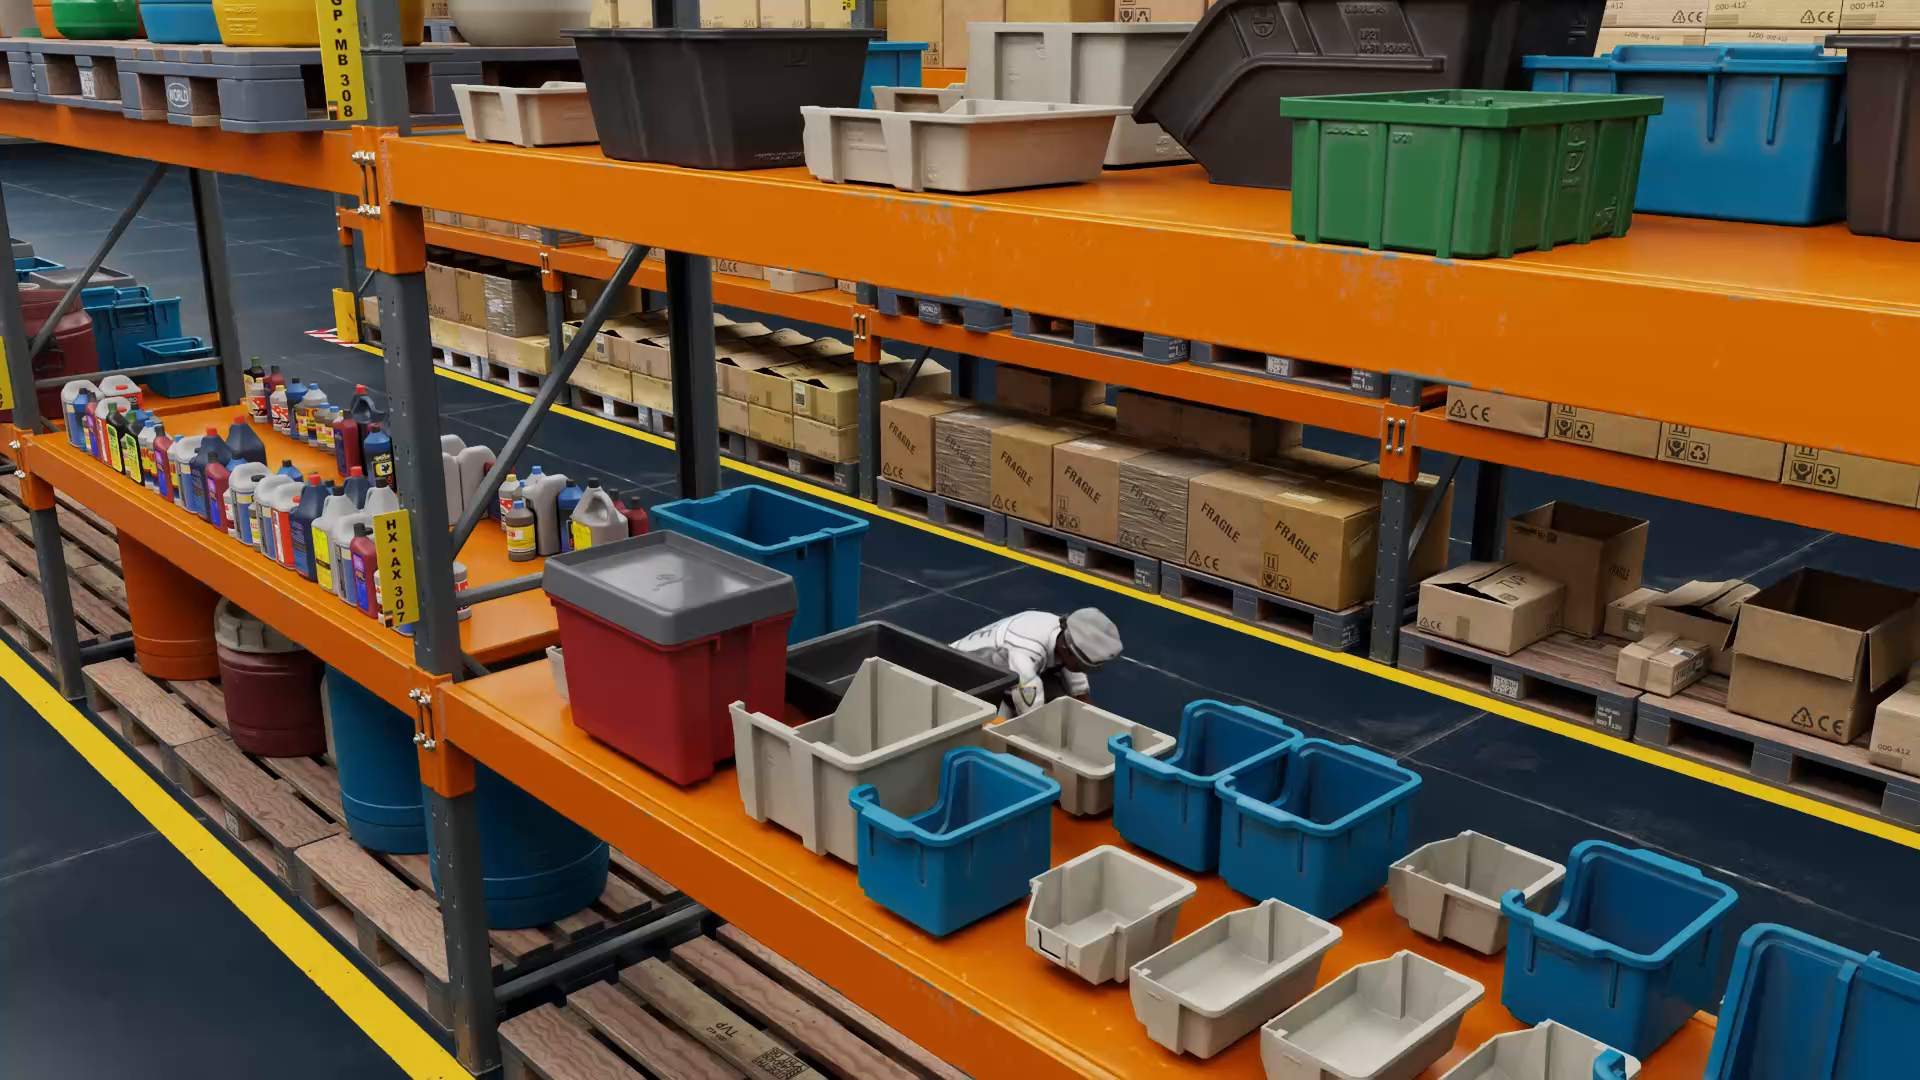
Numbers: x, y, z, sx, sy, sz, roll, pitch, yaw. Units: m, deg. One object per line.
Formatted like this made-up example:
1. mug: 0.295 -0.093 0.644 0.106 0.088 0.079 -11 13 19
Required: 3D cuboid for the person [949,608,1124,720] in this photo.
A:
1. person: 0.268 0.639 6.960 0.476 0.848 0.870 -16 23 -41
